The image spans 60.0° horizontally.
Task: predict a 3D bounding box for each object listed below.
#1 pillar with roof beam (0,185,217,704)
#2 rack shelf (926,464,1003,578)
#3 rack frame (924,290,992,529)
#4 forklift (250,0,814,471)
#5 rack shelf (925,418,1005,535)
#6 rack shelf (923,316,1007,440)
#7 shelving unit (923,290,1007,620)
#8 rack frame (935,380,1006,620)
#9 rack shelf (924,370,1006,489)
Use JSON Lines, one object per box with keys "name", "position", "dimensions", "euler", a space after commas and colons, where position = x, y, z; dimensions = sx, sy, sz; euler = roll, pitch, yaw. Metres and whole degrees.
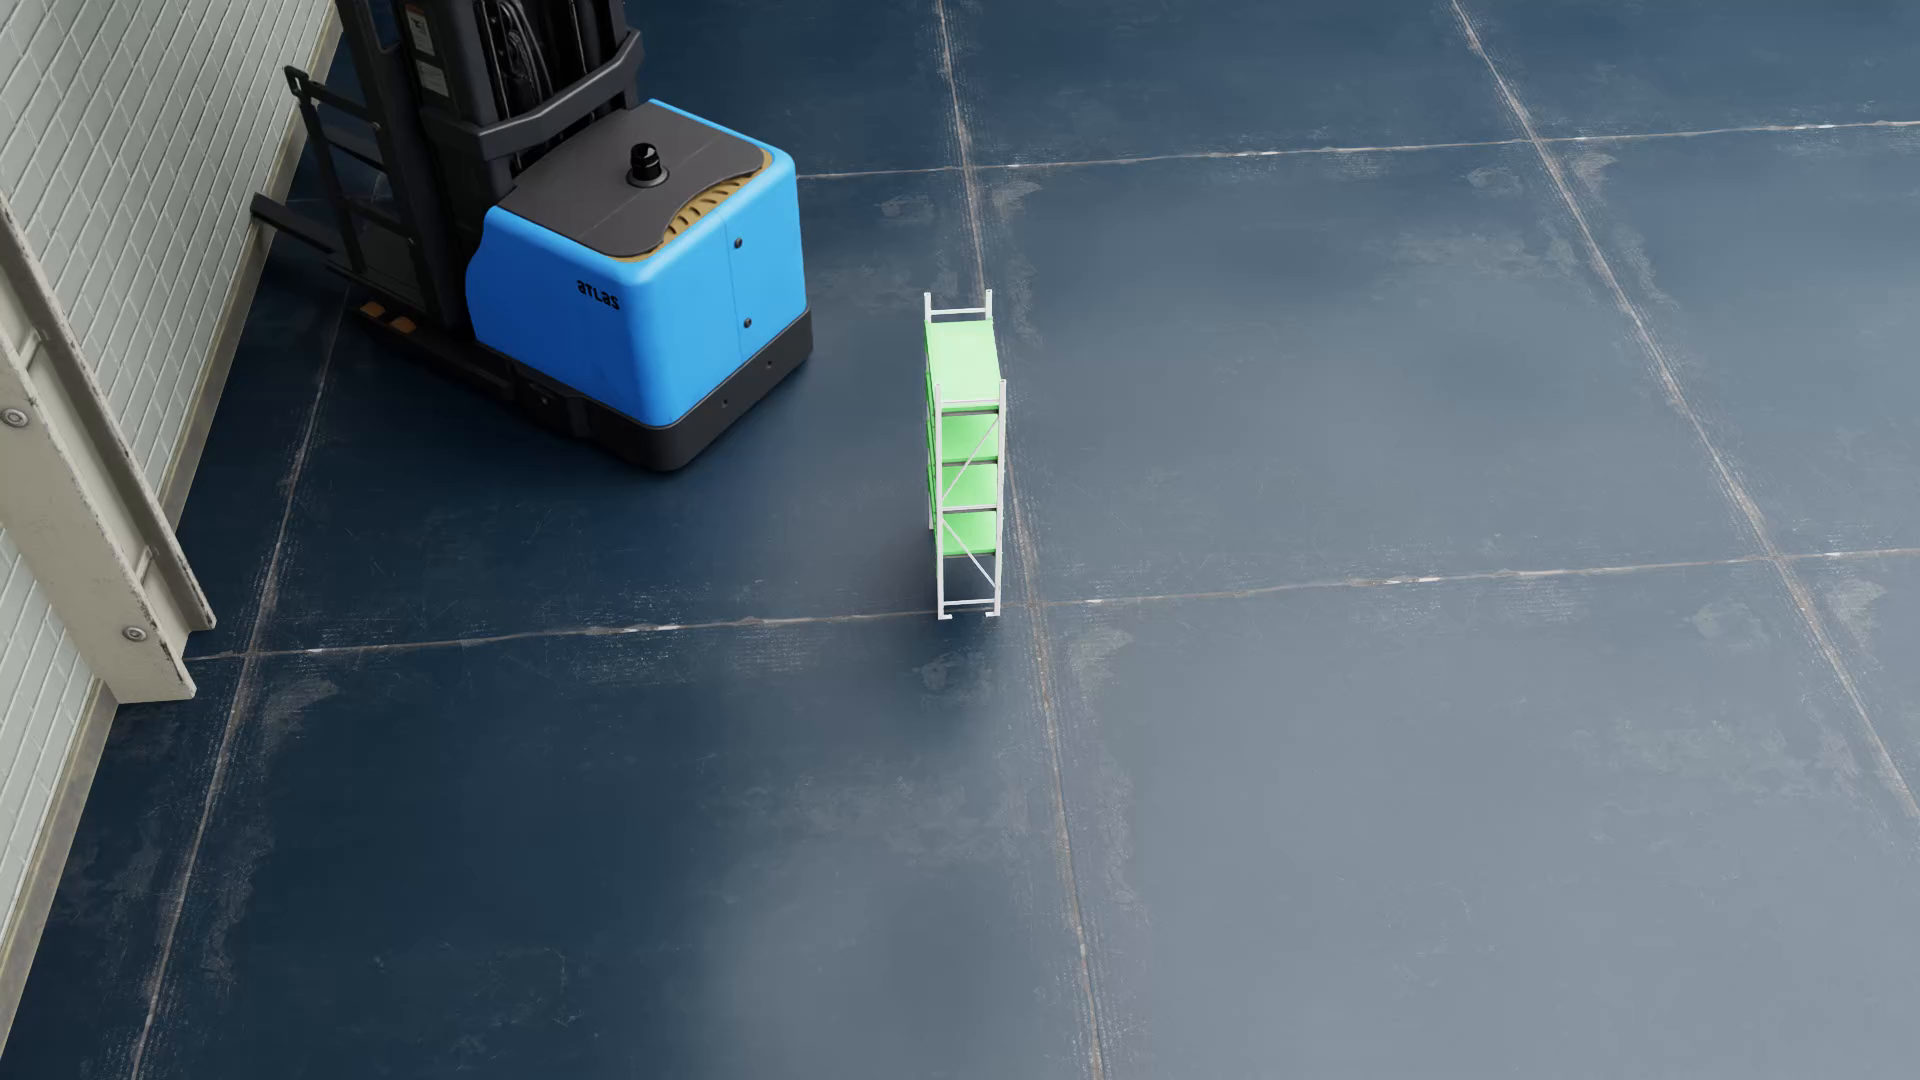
{"name": "pillar with roof beam", "position": [1.265, -2.900, 3.298], "dimensions": [9.100, 9.000, 0.400], "euler": [-3, 47, -3]}
{"name": "rack shelf", "position": [0.014, -0.084, 6.422], "dimensions": [0.258, 0.148, 0.480], "euler": [-3, 47, -3]}
{"name": "rack frame", "position": [-0.007, -0.469, 6.368], "dimensions": [0.240, 1.200, 0.015], "euler": [-3, 47, -3]}
{"name": "forklift", "position": [-2.165, -2.145, 6.763], "dimensions": [3.031, 2.935, 1.130], "euler": [26, 52, 23]}
{"name": "rack shelf", "position": [0.014, -0.249, 6.247], "dimensions": [0.258, 0.148, 0.480], "euler": [-3, 47, -3]}
{"name": "rack shelf", "position": [0.014, -0.579, 5.899], "dimensions": [0.258, 0.148, 0.480], "euler": [-3, 47, -3]}
{"name": "shelving unit", "position": [0.014, -0.293, 6.201], "dimensions": [0.258, 1.200, 0.503], "euler": [-3, 47, -3]}
{"name": "rack frame", "position": [0.034, -0.116, 6.034], "dimensions": [0.240, 1.200, 0.015], "euler": [-3, 47, -3]}
{"name": "rack shelf", "position": [0.014, -0.414, 6.073], "dimensions": [0.258, 0.148, 0.480], "euler": [-3, 47, -3]}
